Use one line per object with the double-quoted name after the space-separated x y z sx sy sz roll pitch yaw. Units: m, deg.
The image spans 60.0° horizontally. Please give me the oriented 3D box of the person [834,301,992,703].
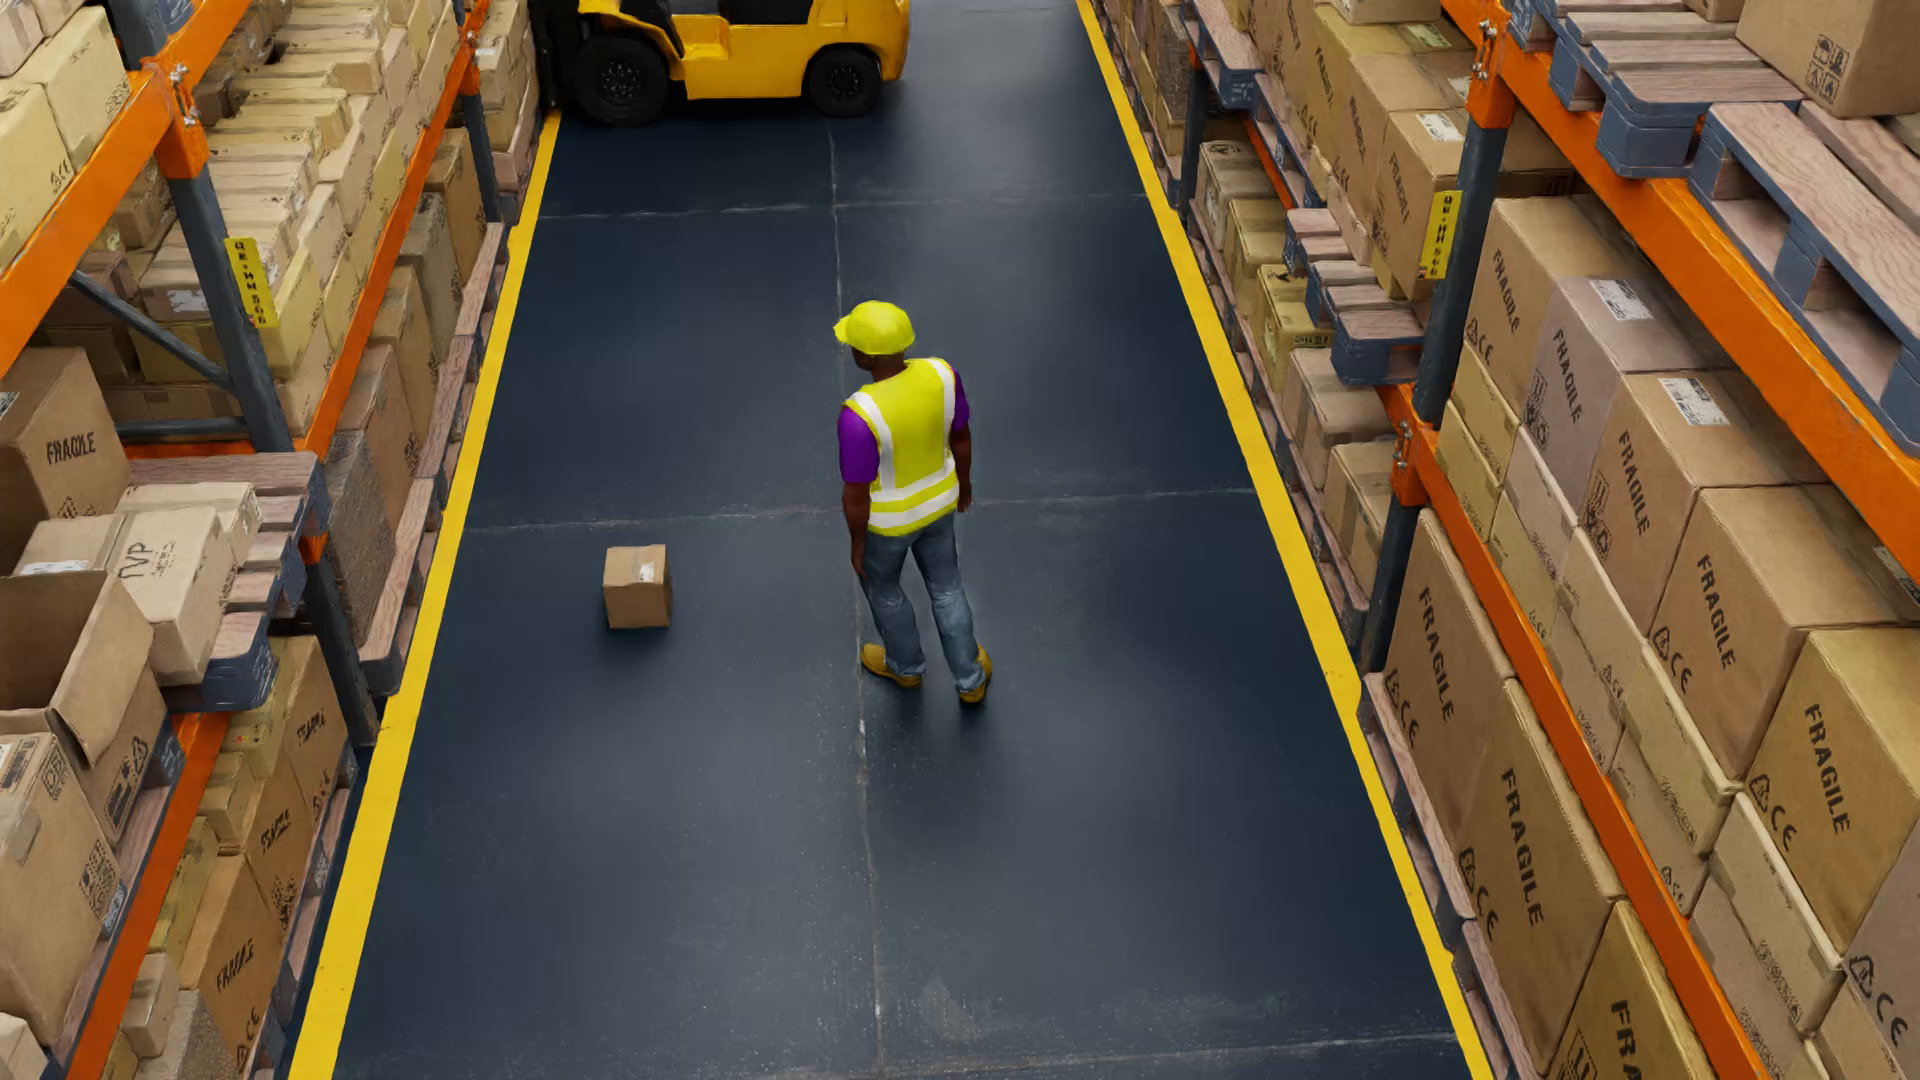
-0.171 -0.100 6.264 0.607 1.754 0.559 -26 45 -28 "person"
